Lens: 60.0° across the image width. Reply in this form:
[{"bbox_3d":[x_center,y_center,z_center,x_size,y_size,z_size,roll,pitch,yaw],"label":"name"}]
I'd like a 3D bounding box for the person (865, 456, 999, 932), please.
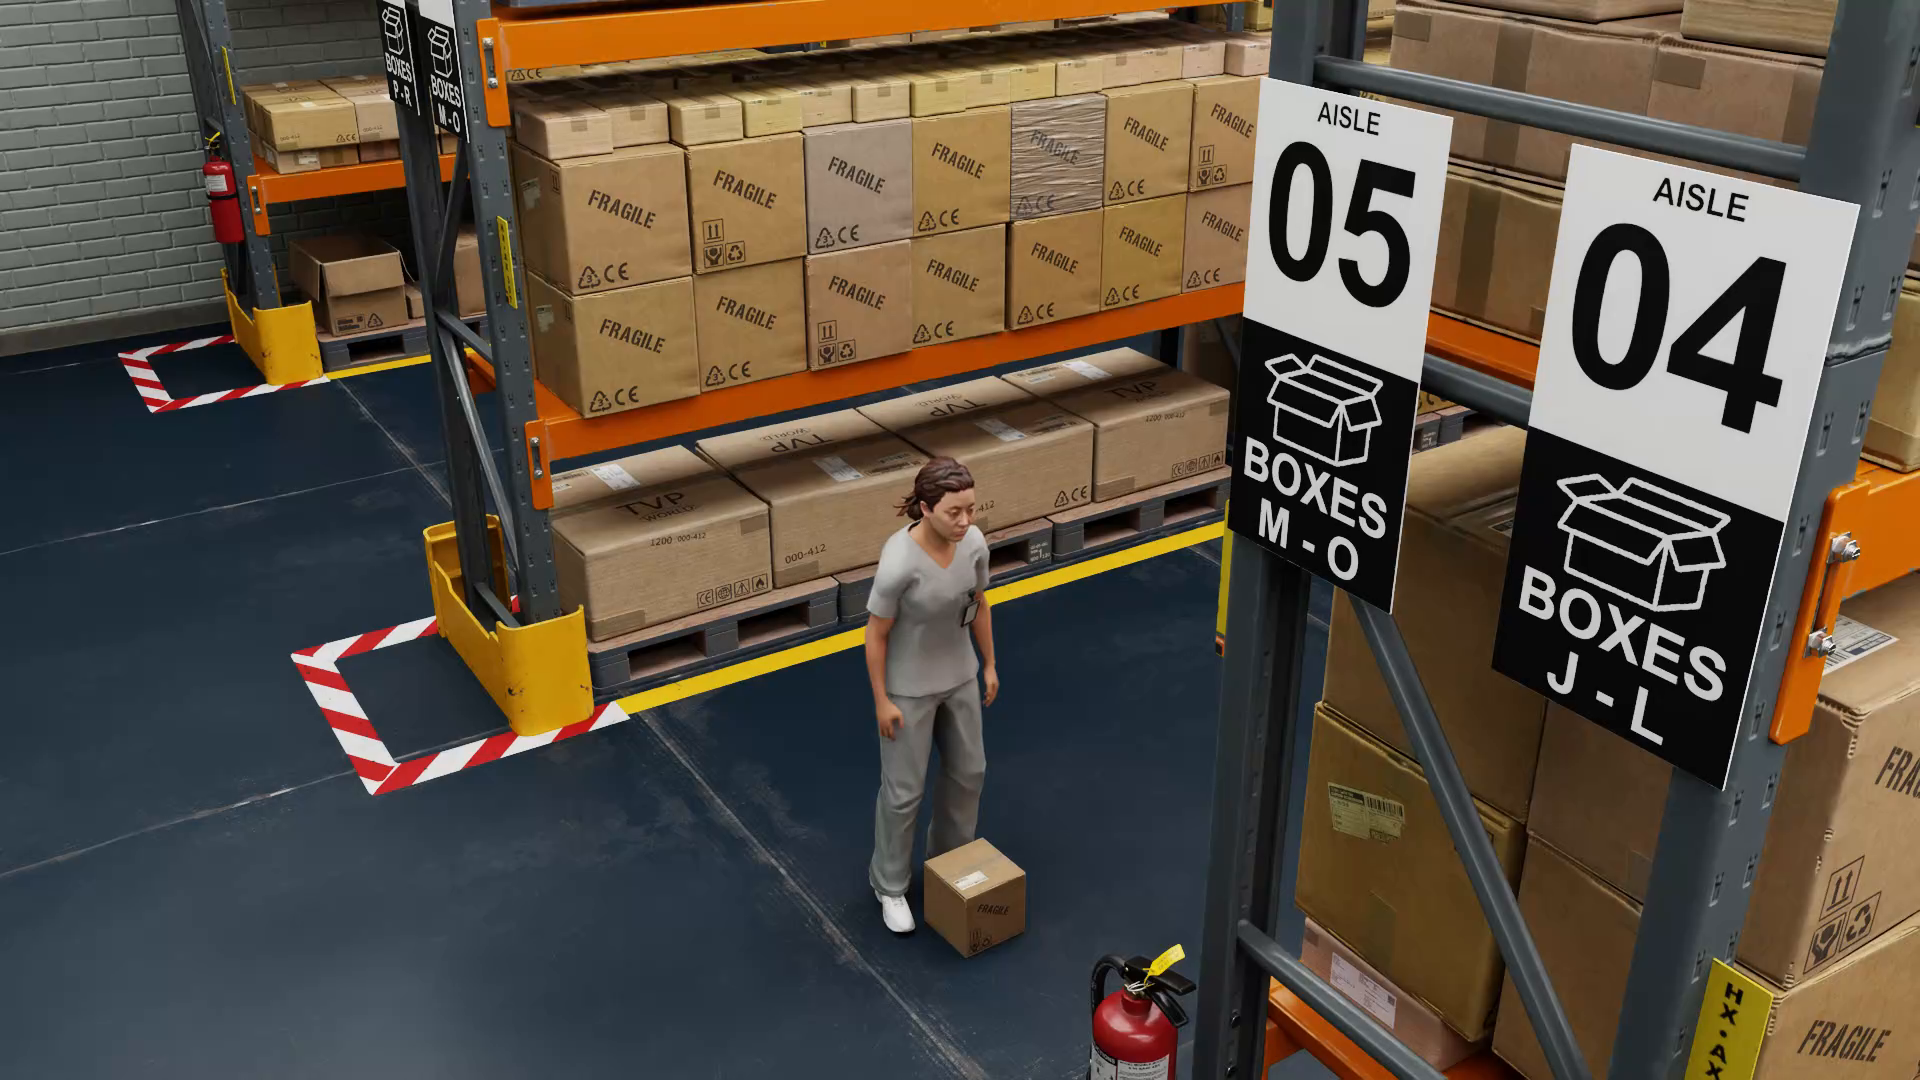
[{"bbox_3d":[-0.092,0.519,5.576,0.505,1.615,0.358,-16,30,-31],"label":"person"}]
